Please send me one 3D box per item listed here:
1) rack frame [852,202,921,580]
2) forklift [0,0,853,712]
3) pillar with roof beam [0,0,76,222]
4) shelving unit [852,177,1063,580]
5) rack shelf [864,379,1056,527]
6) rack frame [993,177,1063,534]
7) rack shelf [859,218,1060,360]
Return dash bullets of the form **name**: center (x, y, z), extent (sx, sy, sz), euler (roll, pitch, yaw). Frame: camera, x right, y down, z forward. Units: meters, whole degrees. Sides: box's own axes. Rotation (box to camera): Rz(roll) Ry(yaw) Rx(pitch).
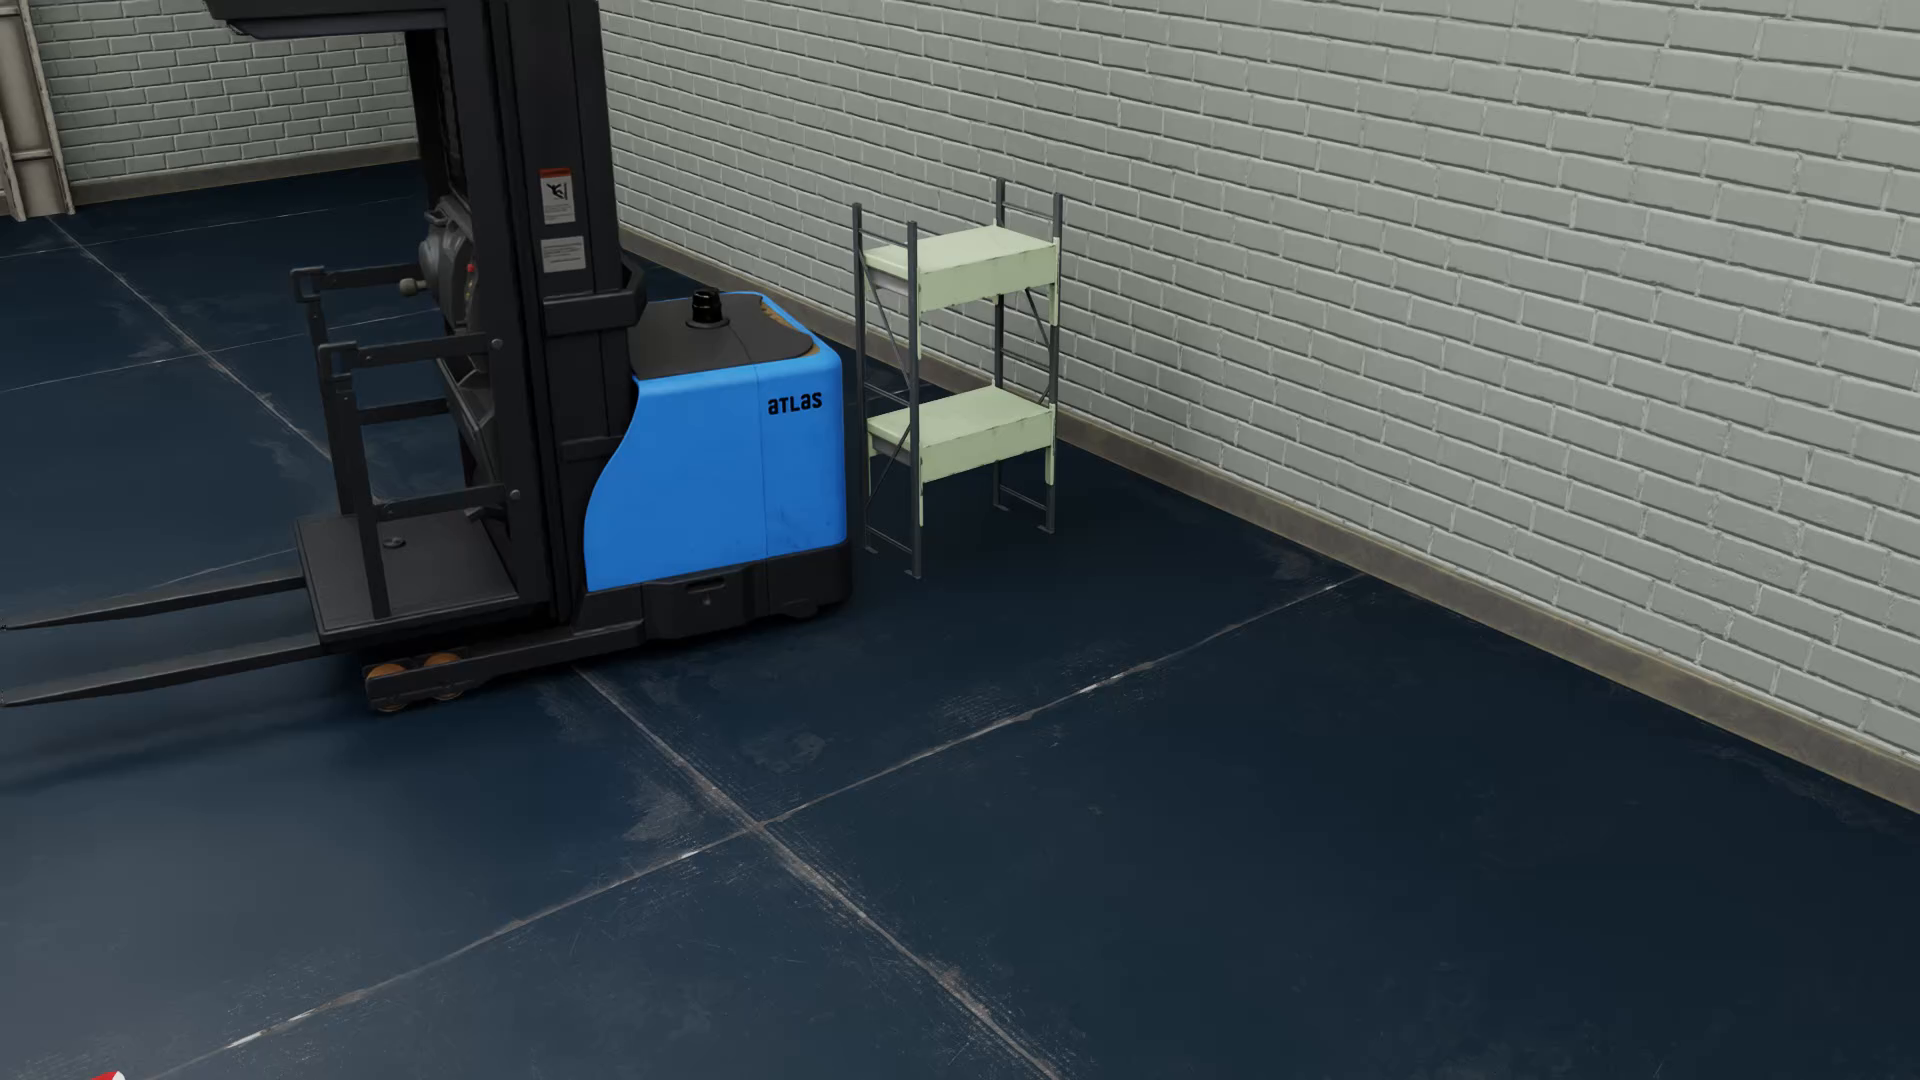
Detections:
- **rack frame**: center (-0.293, -0.583, 6.726), extent (0.023, 1.500, 0.400), euler (-18, 31, -34)
- **forklift**: center (-1.989, -0.970, 5.859), extent (3.031, 2.935, 1.130), euler (-11, 27, -22)
- **pillar with roof beam**: center (-4.270, -5.121, 7.594), extent (0.400, 9.000, 9.100), euler (-18, 31, -34)
- **shelving unit**: center (-0.005, -0.679, 6.931), extent (0.755, 1.500, 0.431), euler (-18, 31, -34)
- **rack shelf**: center (-0.005, -0.383, 7.068), extent (0.720, 0.370, 0.431), euler (-18, 31, -34)
- **rack frame**: center (0.283, -0.774, 7.135), extent (0.023, 1.500, 0.400), euler (-18, 31, -34)
- **rack shelf**: center (-0.005, -1.033, 6.766), extent (0.720, 0.370, 0.431), euler (-18, 31, -34)
